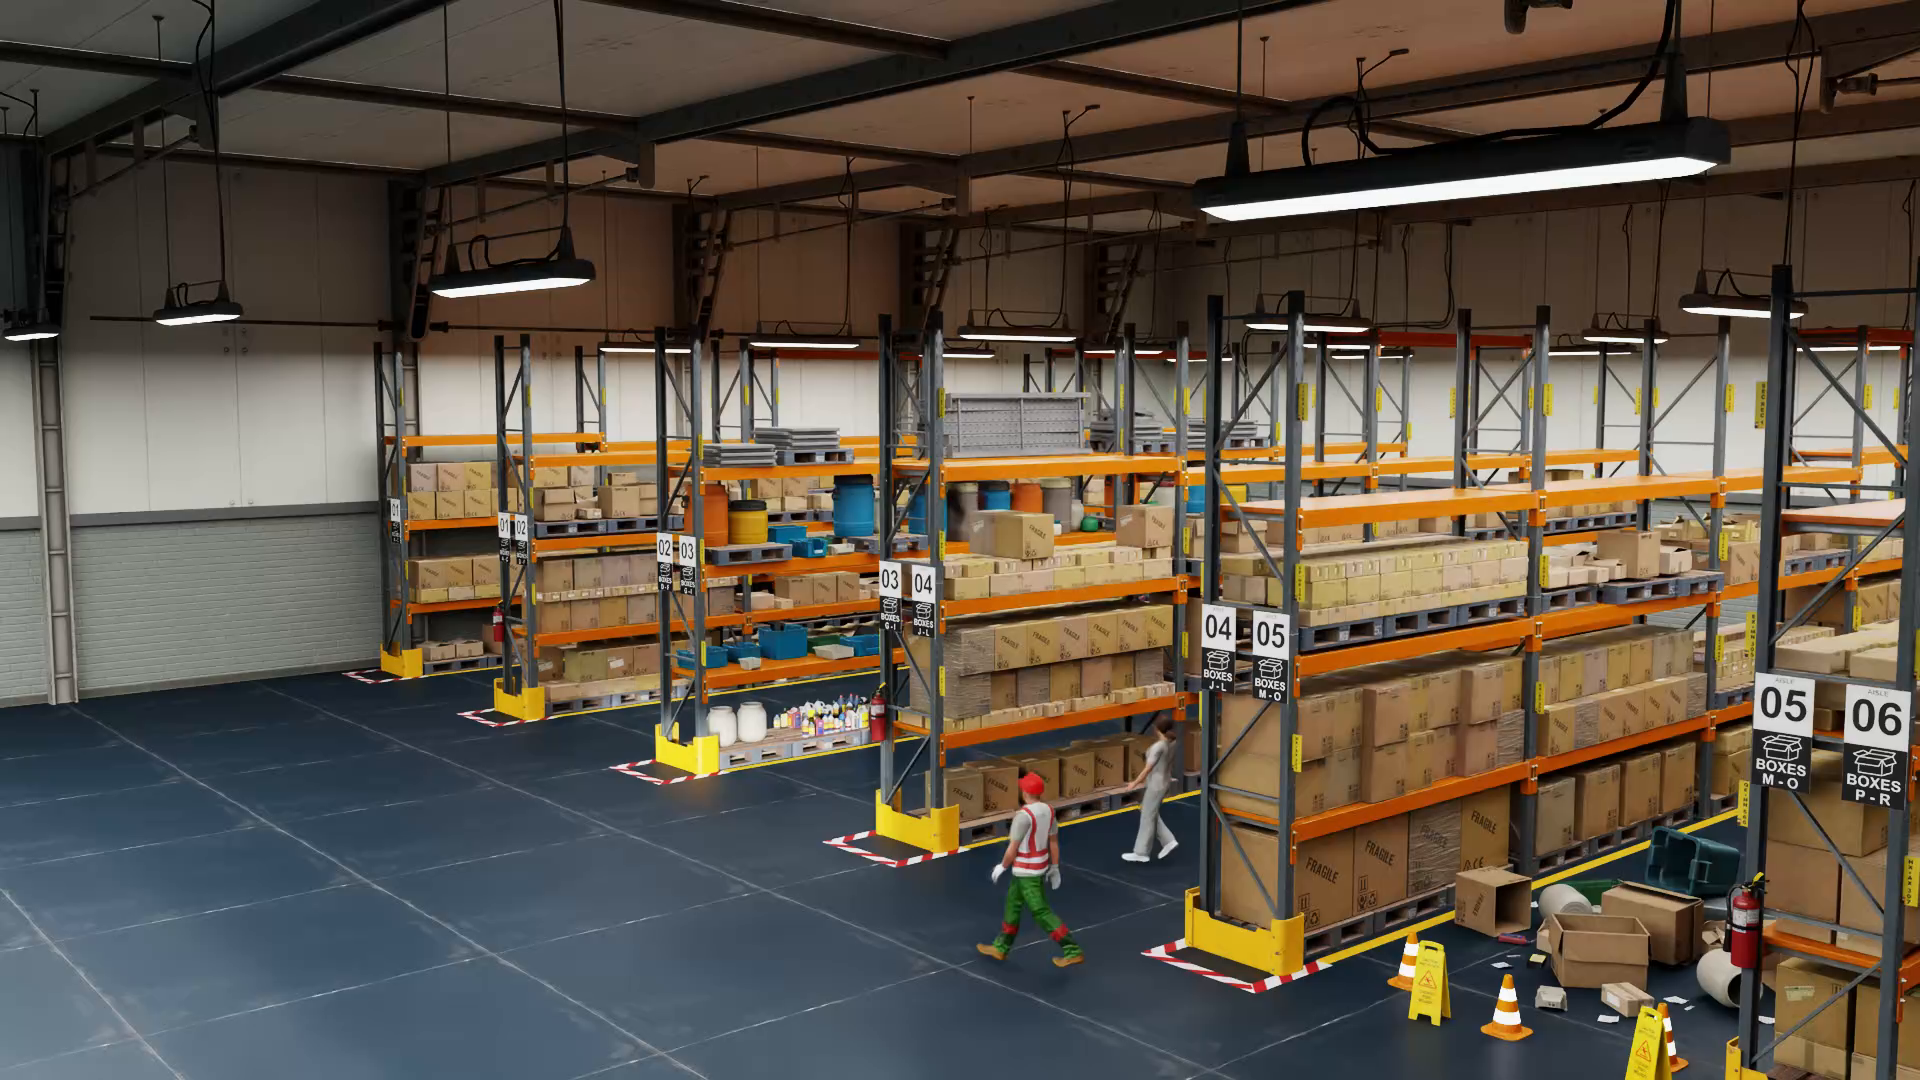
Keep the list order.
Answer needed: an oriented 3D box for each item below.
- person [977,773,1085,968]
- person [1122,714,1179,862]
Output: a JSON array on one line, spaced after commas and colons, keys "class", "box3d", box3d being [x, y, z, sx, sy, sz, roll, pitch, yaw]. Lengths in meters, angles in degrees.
[{"class": "person", "box3d": [0.613, 2.944, 14.810, 1.057, 1.759, 0.486, 2, 5, 17]}, {"class": "person", "box3d": [2.074, 2.690, 18.106, 0.611, 1.654, 0.514, 2, 6, 20]}]
